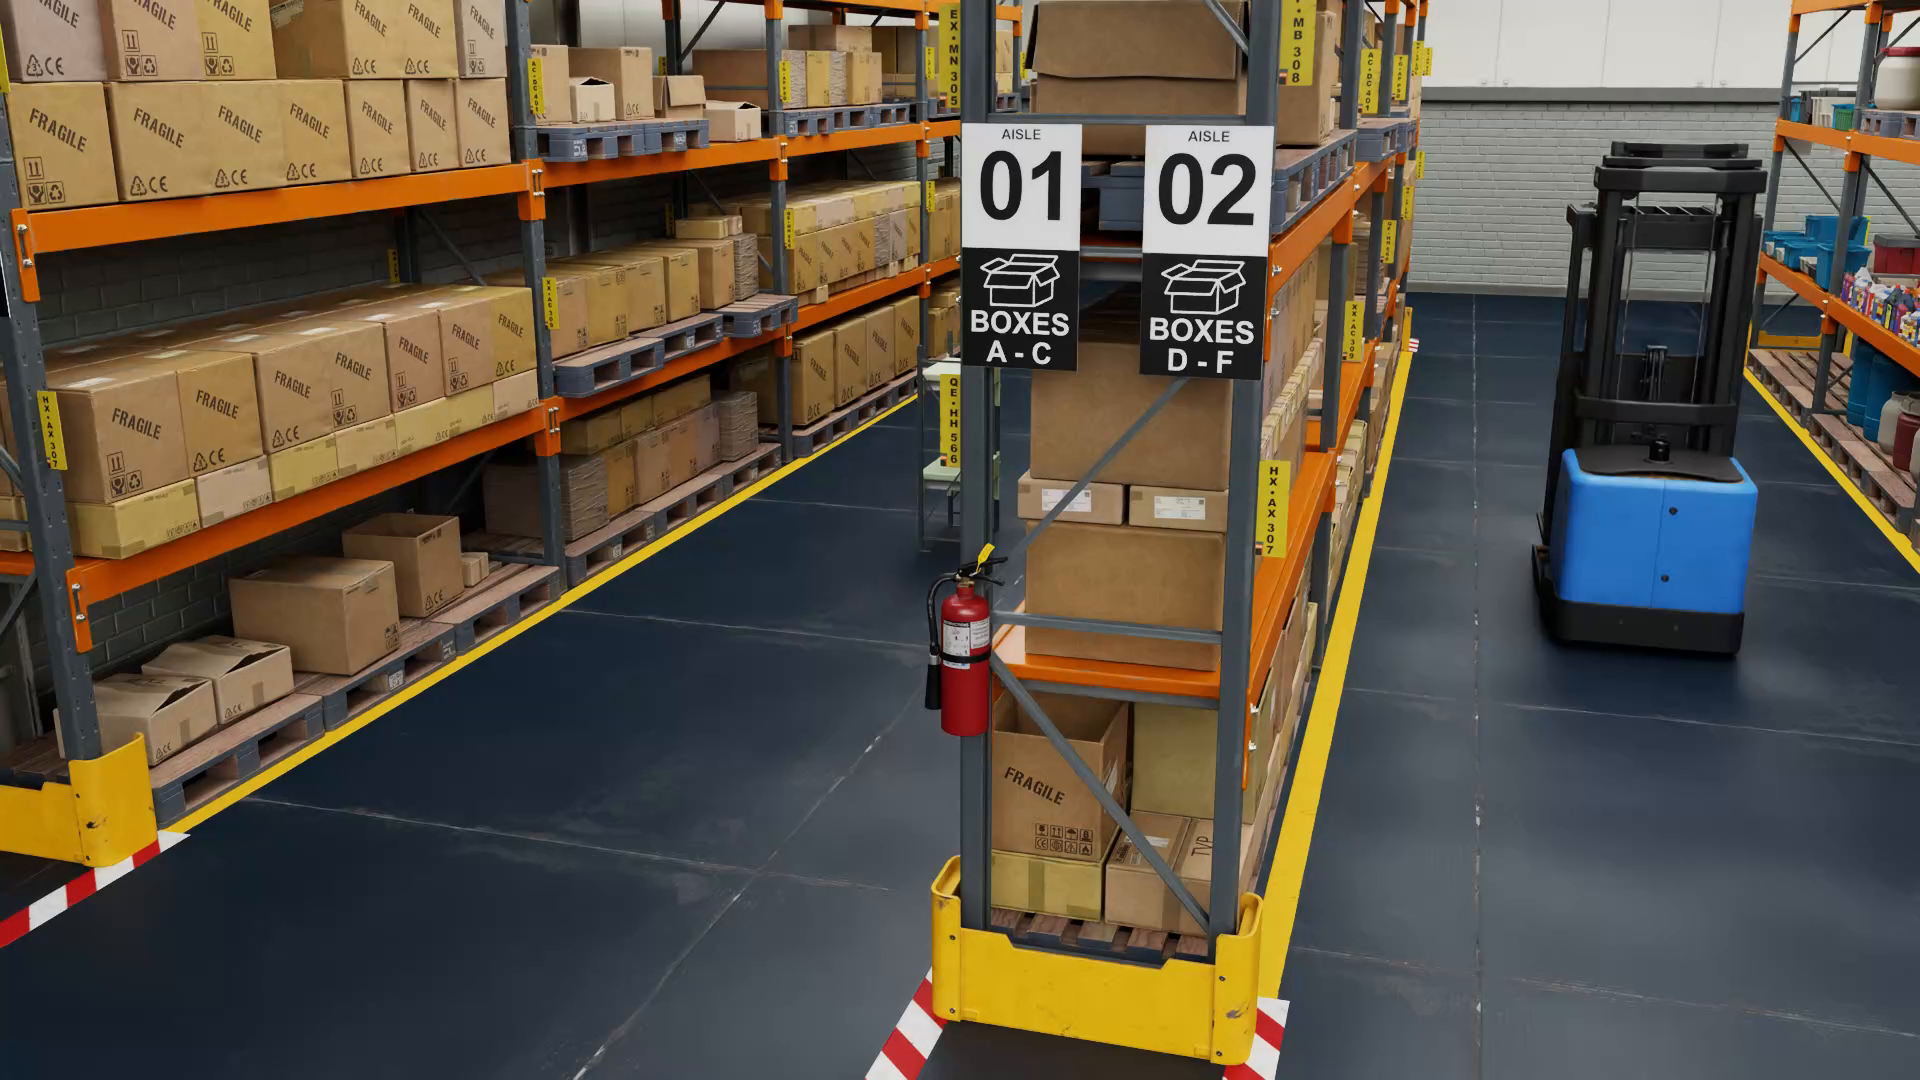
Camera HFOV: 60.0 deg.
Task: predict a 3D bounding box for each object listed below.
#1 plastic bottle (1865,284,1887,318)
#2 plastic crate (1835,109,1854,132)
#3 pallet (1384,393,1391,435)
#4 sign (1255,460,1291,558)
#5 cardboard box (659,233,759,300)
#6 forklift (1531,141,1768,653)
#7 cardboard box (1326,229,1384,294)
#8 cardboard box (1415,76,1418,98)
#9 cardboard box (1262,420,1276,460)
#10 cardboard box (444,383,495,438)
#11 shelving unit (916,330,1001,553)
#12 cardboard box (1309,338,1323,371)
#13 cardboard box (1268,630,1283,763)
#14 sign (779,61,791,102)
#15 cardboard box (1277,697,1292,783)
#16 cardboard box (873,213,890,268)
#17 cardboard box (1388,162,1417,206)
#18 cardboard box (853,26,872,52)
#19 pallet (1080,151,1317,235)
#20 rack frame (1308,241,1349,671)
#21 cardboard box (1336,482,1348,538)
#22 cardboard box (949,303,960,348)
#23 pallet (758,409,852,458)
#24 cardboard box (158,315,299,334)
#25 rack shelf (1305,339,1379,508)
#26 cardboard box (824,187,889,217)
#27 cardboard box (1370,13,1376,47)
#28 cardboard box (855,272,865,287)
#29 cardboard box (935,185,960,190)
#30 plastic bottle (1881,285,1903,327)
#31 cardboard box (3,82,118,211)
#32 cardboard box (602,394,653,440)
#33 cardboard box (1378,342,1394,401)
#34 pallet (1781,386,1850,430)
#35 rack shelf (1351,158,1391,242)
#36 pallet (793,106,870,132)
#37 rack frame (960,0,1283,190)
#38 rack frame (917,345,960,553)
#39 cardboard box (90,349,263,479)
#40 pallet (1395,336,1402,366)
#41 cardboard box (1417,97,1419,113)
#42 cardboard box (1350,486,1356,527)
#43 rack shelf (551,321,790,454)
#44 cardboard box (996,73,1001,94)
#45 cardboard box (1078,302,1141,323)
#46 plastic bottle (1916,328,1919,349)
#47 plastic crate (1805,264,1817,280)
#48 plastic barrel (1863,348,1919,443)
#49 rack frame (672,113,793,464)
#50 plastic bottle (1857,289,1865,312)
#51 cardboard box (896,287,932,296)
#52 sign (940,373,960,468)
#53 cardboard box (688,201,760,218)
[{"bbox_3d":[7.895,-2.053,14.298,0.152,0.276,0.135,5,16,16],"label":"plastic bottle"},{"bbox_3d":[8.485,-3.922,15.551,0.450,0.188,0.662,5,16,16],"label":"plastic crate"},{"bbox_3d":[3.712,-1.274,16.436,1.003,0.211,1.213,5,16,16],"label":"pallet"},{"bbox_3d":[1.027,-0.102,5.461,0.100,0.325,0.005,5,16,16],"label":"sign"},{"bbox_3d":[-2.105,-2.304,13.967,0.700,0.500,0.500,3,16,9],"label":"cardboard box"},{"bbox_3d":[4.471,-1.107,10.862,1.130,2.935,3.031,4,16,15],"label":"forklift"},{"bbox_3d":[3.284,-2.433,14.459,0.700,0.500,0.500,8,18,26],"label":"cardboard box"},{"bbox_3d":[4.718,-4.943,18.120,0.500,0.250,0.500,5,16,16],"label":"cardboard box"},{"bbox_3d":[1.106,-0.409,6.901,0.380,0.149,0.250,4,16,14],"label":"cardboard box"},{"bbox_3d":[-3.111,-0.782,9.828,0.500,0.250,0.500,5,17,16],"label":"cardboard box"},{"bbox_3d":[-0.002,-0.720,12.119,0.431,1.500,0.755,5,16,16],"label":"shelving unit"},{"bbox_3d":[1.761,-1.011,9.025,0.380,0.149,0.250,5,16,16],"label":"cardboard box"},{"bbox_3d":[1.132,0.682,7.323,0.500,0.500,0.500,5,16,16],"label":"cardboard box"},{"bbox_3d":[-1.461,-3.818,13.847,0.100,0.325,0.005,5,16,16],"label":"sign"},{"bbox_3d":[1.290,0.913,7.882,0.500,0.250,0.500,5,16,16],"label":"cardboard box"},{"bbox_3d":[-1.020,-3.010,16.681,0.500,0.500,0.500,5,16,16],"label":"cardboard box"},{"bbox_3d":[5.038,-4.137,19.404,0.500,0.500,0.500,5,17,17],"label":"cardboard box"},{"bbox_3d":[-1.220,-5.058,16.806,0.500,0.250,0.500,6,17,20],"label":"cardboard box"},{"bbox_3d":[0.722,-1.276,5.995,1.003,0.211,1.213,5,16,16],"label":"pallet"},{"bbox_3d":[1.633,-0.739,9.437,1.000,3.000,0.127,5,16,16],"label":"rack frame"},{"bbox_3d":[2.283,-0.243,10.929,0.500,0.311,0.500,4,16,14],"label":"cardboard box"},{"bbox_3d":[-0.387,-2.533,19.575,0.700,0.500,0.500,4,16,15],"label":"cardboard box"},{"bbox_3d":[-1.684,-1.027,15.564,1.003,0.211,1.213,5,16,16],"label":"pallet"},{"bbox_3d":[-3.886,-0.912,8.911,0.500,0.500,0.500,5,17,17],"label":"cardboard box"},{"bbox_3d":[2.202,-0.916,11.380,1.077,0.370,4.000,5,16,16],"label":"rack shelf"},{"bbox_3d":[-1.031,-3.368,16.567,0.500,0.250,0.500,5,17,17],"label":"cardboard box"},{"bbox_3d":[3.190,-4.138,13.909,0.500,0.500,0.500,5,16,16],"label":"cardboard box"},{"bbox_3d":[-1.158,-2.596,16.407,0.380,0.149,0.250,5,17,18],"label":"cardboard box"},{"bbox_3d":[-0.264,-3.882,19.967,0.980,0.700,0.700,4,16,13],"label":"cardboard box"},{"bbox_3d":[7.724,-1.936,13.748,0.144,0.351,0.185,5,16,16],"label":"plastic bottle"},{"bbox_3d":[-3.919,-1.644,6.913,0.500,0.500,0.500,5,17,17],"label":"cardboard box"},{"bbox_3d":[-2.658,-0.938,12.538,0.500,0.250,0.500,4,16,14],"label":"cardboard box"},{"bbox_3d":[4.041,-1.690,16.564,0.500,0.500,0.500,5,16,16],"label":"cardboard box"},{"bbox_3d":[8.826,-1.301,16.528,1.003,0.211,1.213,5,16,16],"label":"pallet"},{"bbox_3d":[2.202,-2.359,10.971,1.077,0.370,4.000,5,16,16],"label":"rack shelf"},{"bbox_3d":[-1.534,-3.986,15.735,1.003,0.211,1.213,5,17,18],"label":"pallet"},{"bbox_3d":[0.496,-2.578,4.929,1.000,3.000,0.127,5,16,16],"label":"rack frame"},{"bbox_3d":[-0.106,-0.624,11.781,0.400,1.500,0.023,5,16,16],"label":"rack frame"},{"bbox_3d":[-3.680,-0.604,7.825,0.500,0.500,0.500,5,16,16],"label":"cardboard box"},{"bbox_3d":[4.796,-2.308,20.080,1.003,0.211,1.213,5,16,16],"label":"pallet"},{"bbox_3d":[4.998,-4.964,19.113,0.500,0.250,0.500,5,16,16],"label":"cardboard box"},{"bbox_3d":[2.565,-0.241,11.953,0.500,0.250,0.500,5,17,17],"label":"cardboard box"},{"bbox_3d":[-2.549,-1.299,12.731,1.077,0.370,4.000,5,16,16],"label":"rack shelf"},{"bbox_3d":[0.192,-5.534,20.168,0.500,0.250,0.500,4,16,14],"label":"cardboard box"},{"bbox_3d":[0.801,-0.638,6.519,0.700,0.500,0.500,4,16,14],"label":"cardboard box"},{"bbox_3d":[7.367,-1.558,12.690,0.097,0.201,0.097,0,16,0],"label":"plastic bottle"},{"bbox_3d":[8.715,-2.657,16.594,0.437,0.125,0.590,5,16,16],"label":"plastic crate"},{"bbox_3d":[8.282,-1.313,14.537,0.600,0.901,0.708,5,16,16],"label":"plastic barrel"},{"bbox_3d":[-1.981,-2.168,14.477,1.000,3.000,0.127,5,16,16],"label":"rack frame"},{"bbox_3d":[7.967,-2.110,14.636,0.097,0.201,0.097,0,16,0],"label":"plastic bottle"},{"bbox_3d":[-0.543,-2.899,19.674,0.380,0.149,0.250,4,16,14],"label":"cardboard box"},{"bbox_3d":[-0.020,-0.409,5.718,0.100,0.325,0.005,5,16,16],"label":"sign"},{"bbox_3d":[-2.100,-2.869,14.807,0.500,0.250,0.500,5,17,17],"label":"cardboard box"}]
